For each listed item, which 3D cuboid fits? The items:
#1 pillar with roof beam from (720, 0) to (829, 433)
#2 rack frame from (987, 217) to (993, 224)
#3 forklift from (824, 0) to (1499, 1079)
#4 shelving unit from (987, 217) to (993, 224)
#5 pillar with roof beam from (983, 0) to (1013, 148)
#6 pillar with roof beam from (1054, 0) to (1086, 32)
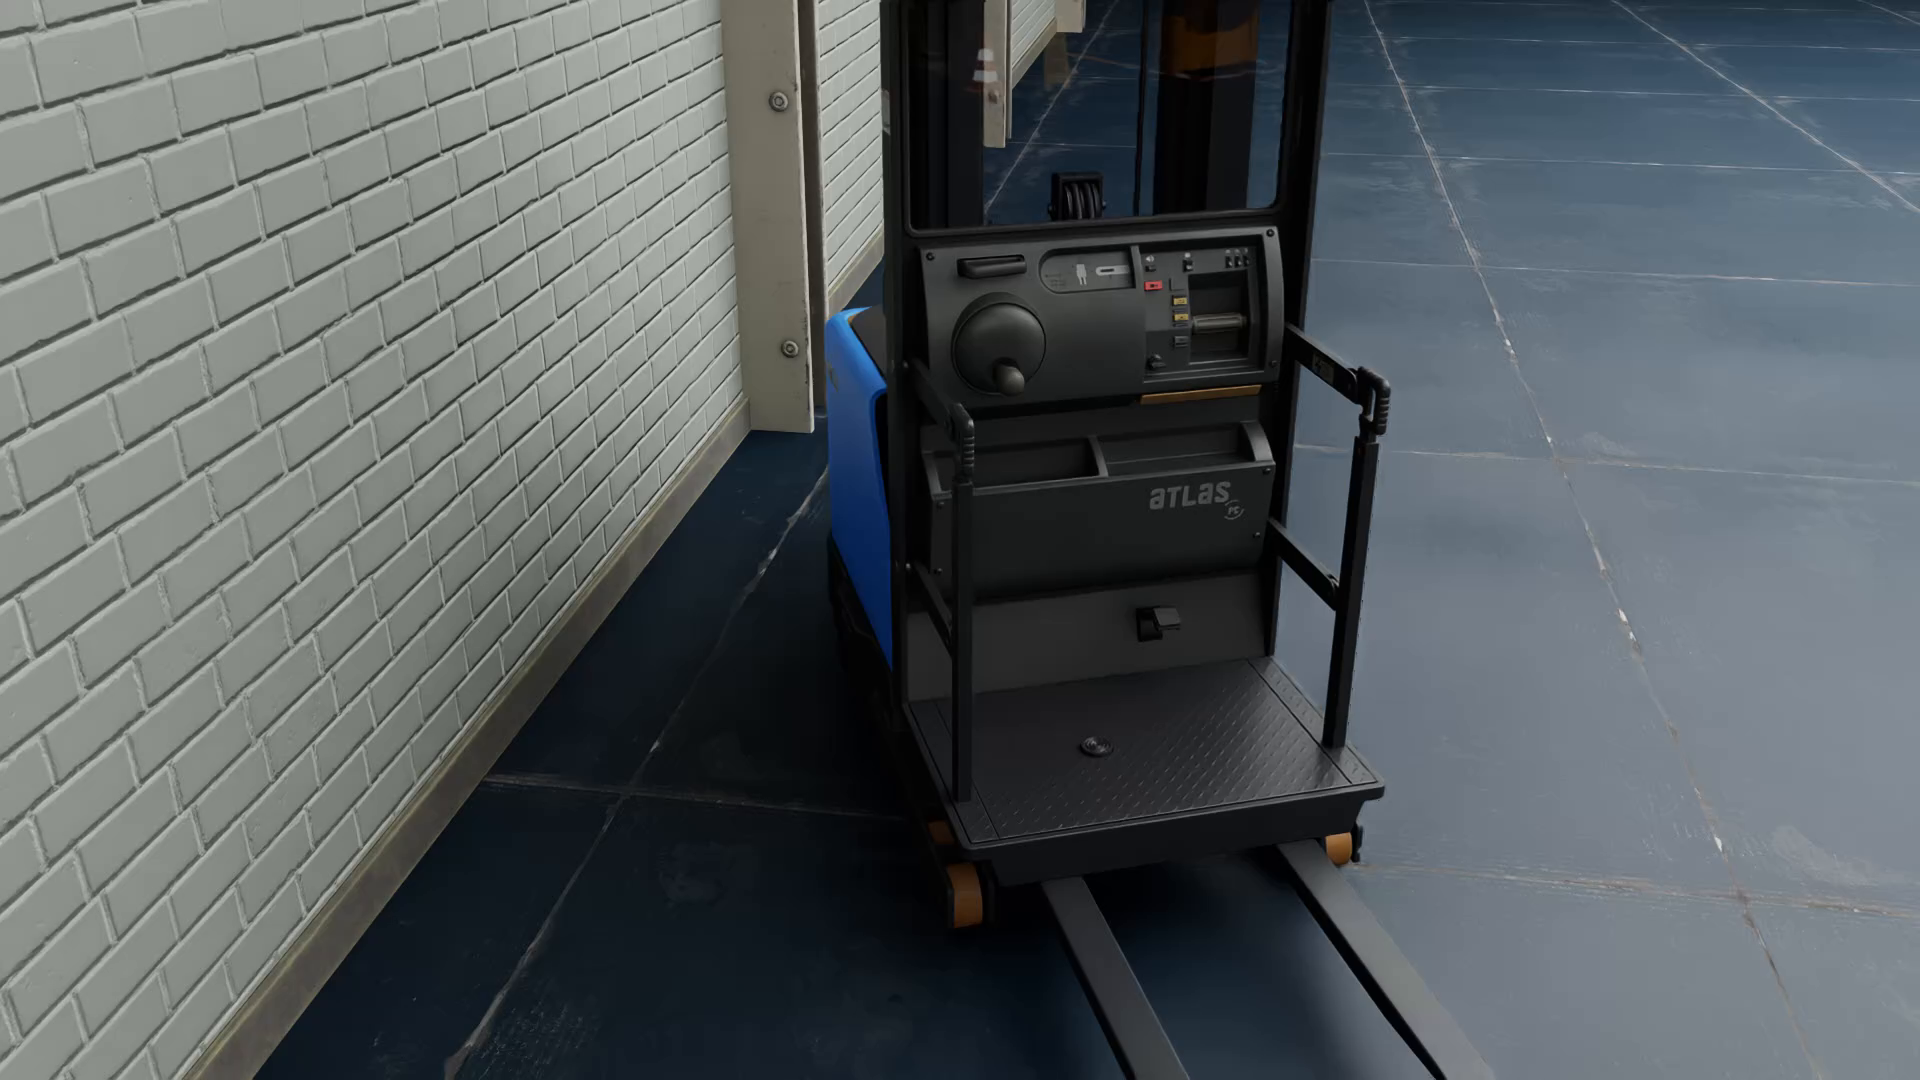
[{"bbox_3d":[3.480,-4.337,4.900,9.100,9.000,0.400,4,25,9],"label":"pillar with roof beam"},{"bbox_3d":[-0.003,-0.596,6.109,0.240,1.200,0.015,4,25,8],"label":"rack frame"},{"bbox_3d":[0.416,-0.535,3.936,1.130,2.935,3.031,-6,26,-13],"label":"forklift"},{"bbox_3d":[-0.041,-0.494,5.890,0.258,1.200,0.503,4,25,8],"label":"shelving unit"},{"bbox_3d":[4.460,-6.846,10.261,9.100,9.000,0.400,4,25,9],"label":"pillar with roof beam"},{"bbox_3d":[5.441,-9.355,15.622,9.100,9.000,0.400,4,25,9],"label":"pillar with roof beam"}]
